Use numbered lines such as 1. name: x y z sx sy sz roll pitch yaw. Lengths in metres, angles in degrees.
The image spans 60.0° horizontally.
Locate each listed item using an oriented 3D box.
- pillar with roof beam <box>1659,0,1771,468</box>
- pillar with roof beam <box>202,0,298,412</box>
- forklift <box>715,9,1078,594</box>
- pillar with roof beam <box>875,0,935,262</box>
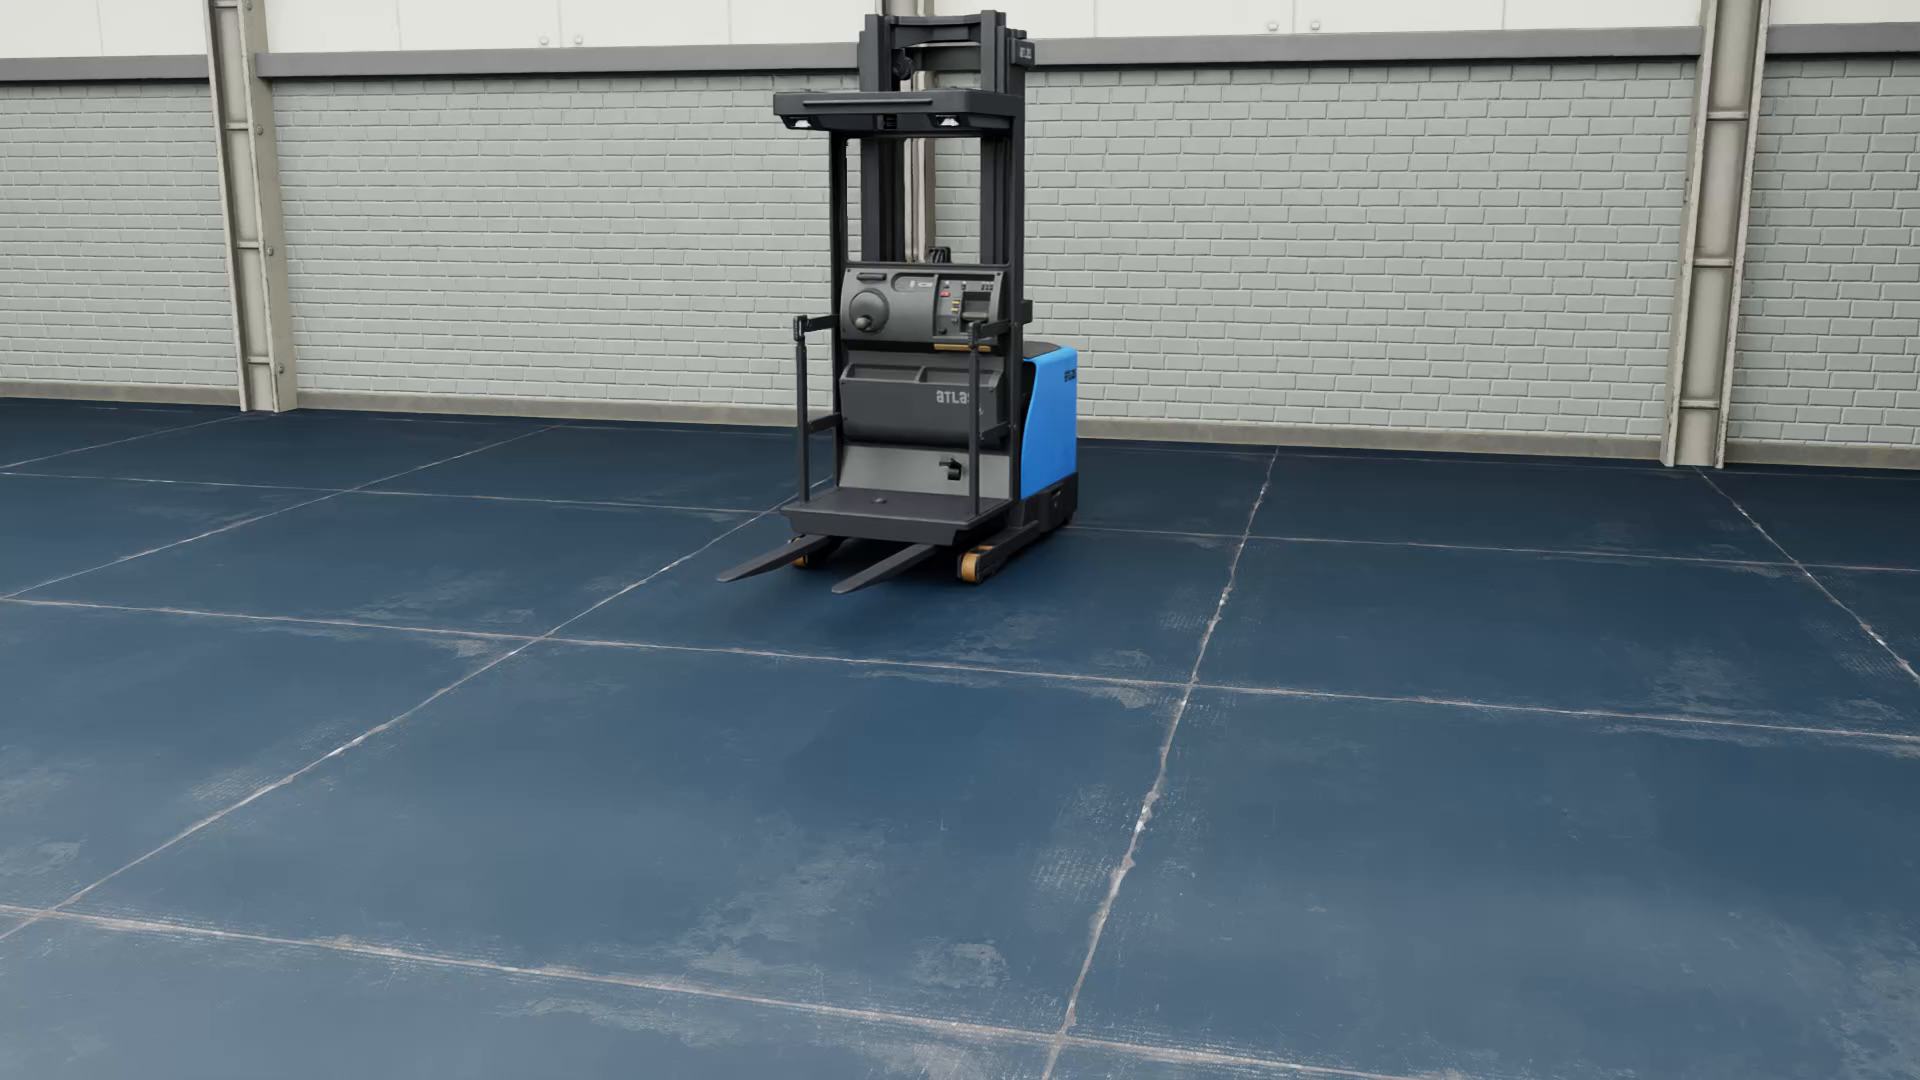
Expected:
1. pillar with roof beam: 4.364 -4.052 7.219 0.400 9.000 9.100 3 13 14
2. pillar with roof beam: -7.286 -4.674 10.026 0.400 9.000 9.100 3 13 14
3. forklift: -0.289 -1.303 8.840 1.130 2.935 3.031 5 13 21
4. pillar with roof beam: -1.461 -4.363 8.622 0.400 9.000 9.100 3 13 14
